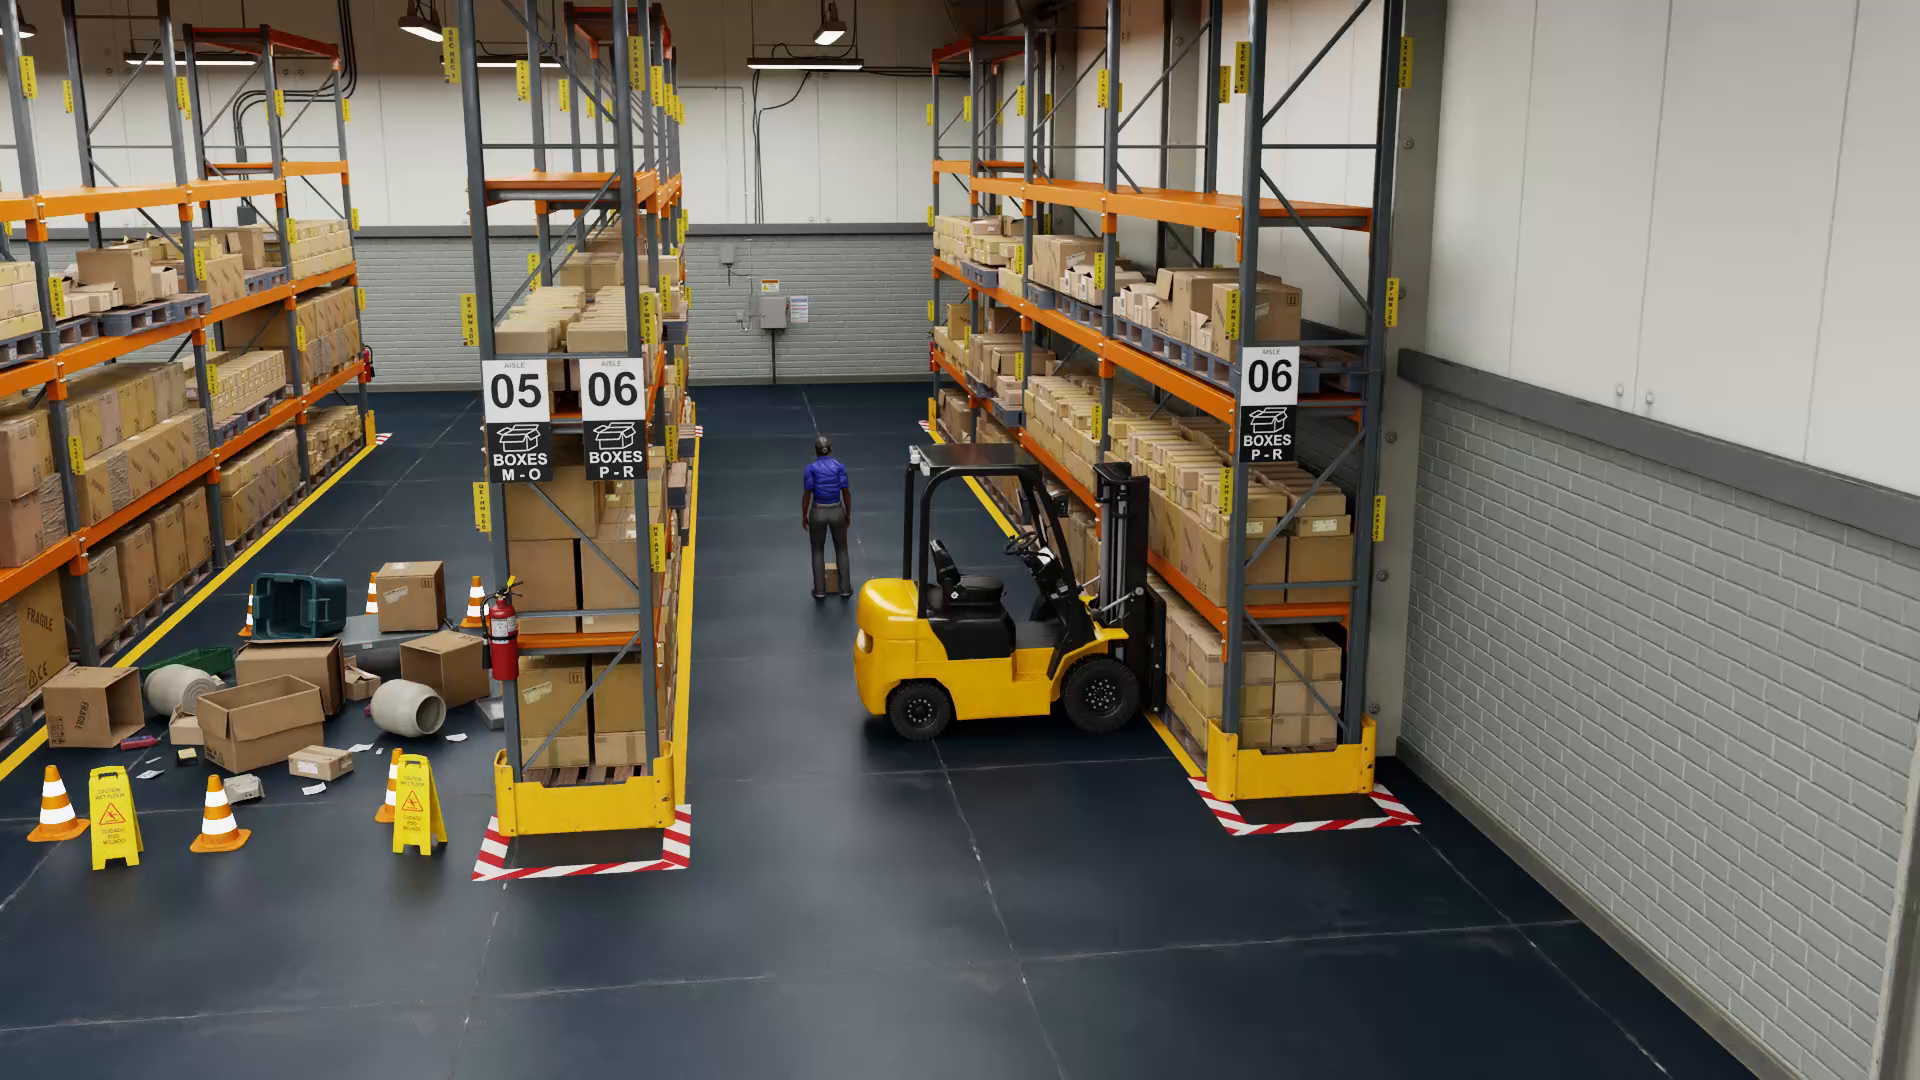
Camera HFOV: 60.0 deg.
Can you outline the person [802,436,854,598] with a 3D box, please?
[{"bbox_3d":[-1.349,-0.235,16.990,0.531,1.656,0.346,-3,14,-11],"label":"person"}]
